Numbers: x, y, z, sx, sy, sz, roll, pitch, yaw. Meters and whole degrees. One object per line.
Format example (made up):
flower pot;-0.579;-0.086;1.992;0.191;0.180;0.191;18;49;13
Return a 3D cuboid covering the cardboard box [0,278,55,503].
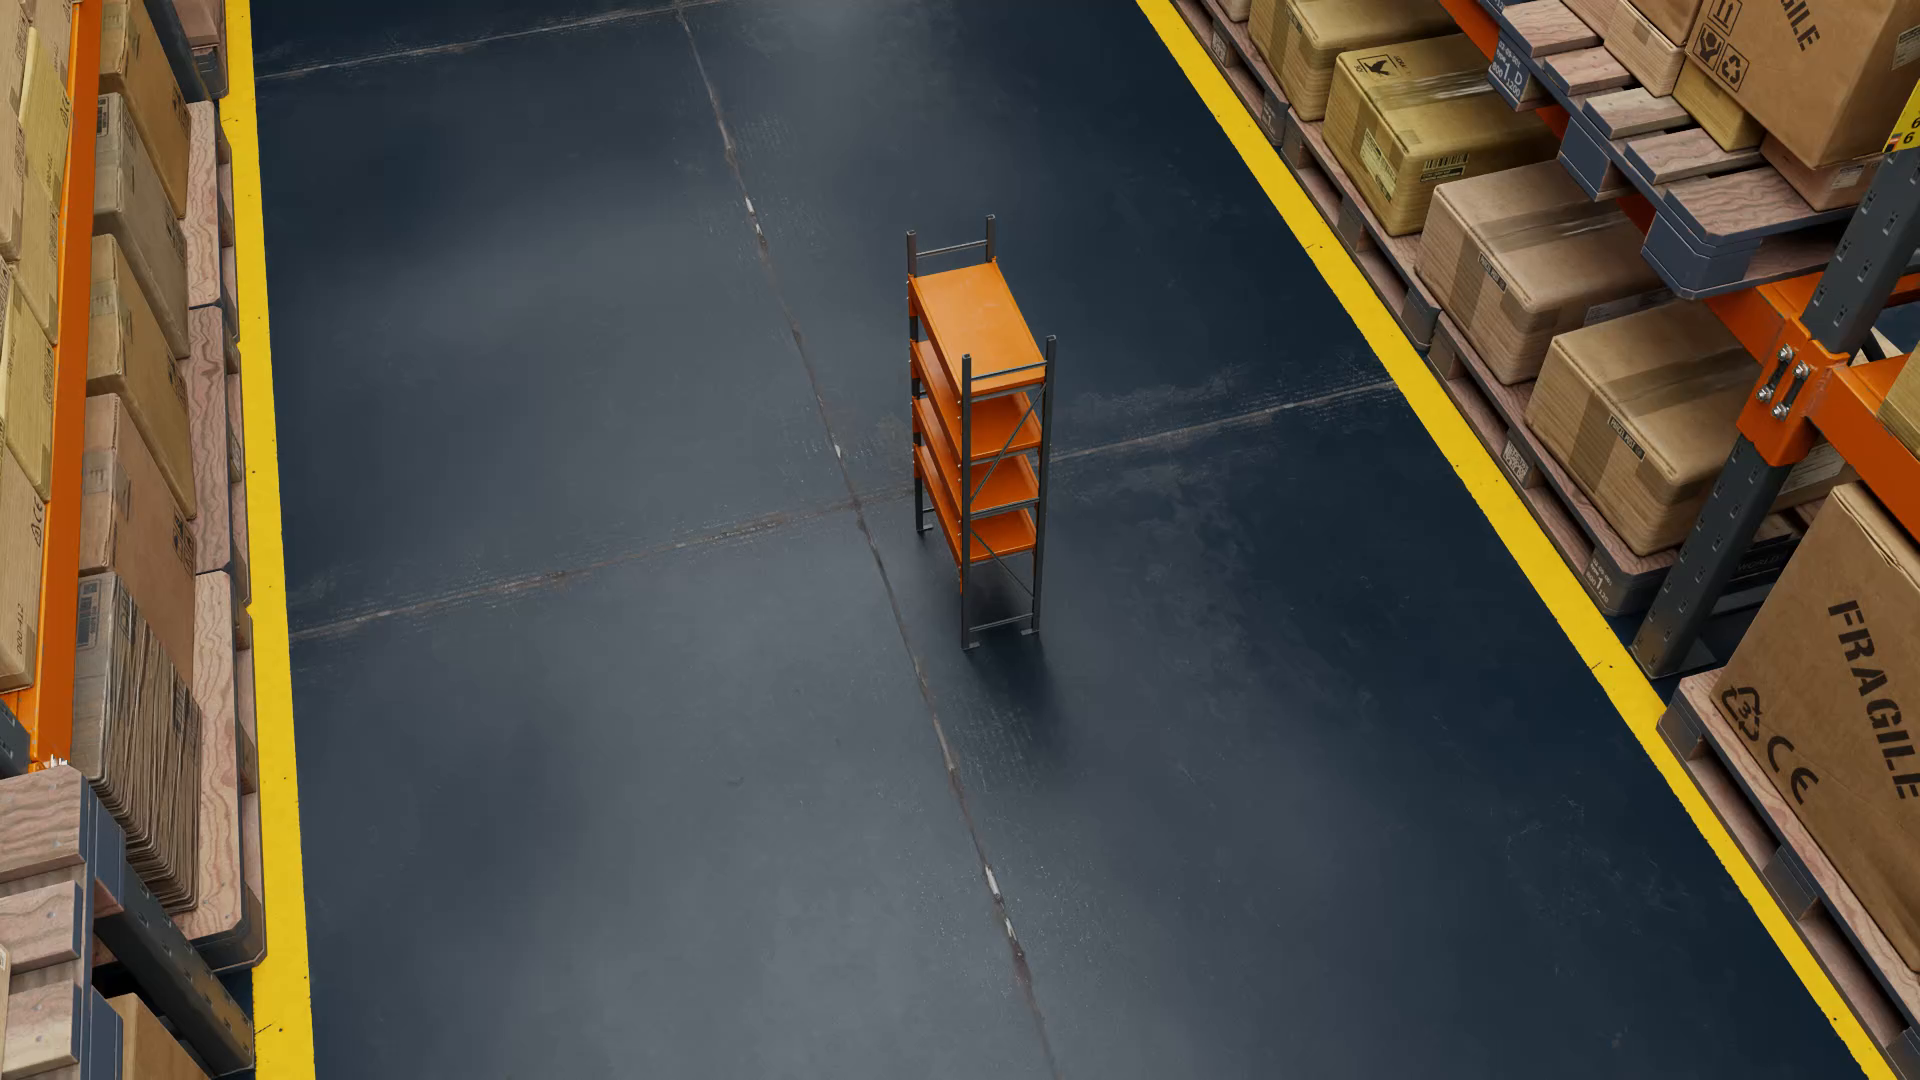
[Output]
cardboard box;-2.291;-0.281;3.623;0.500;0.250;0.500;-14;51;-12

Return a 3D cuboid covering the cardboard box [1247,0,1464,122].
cardboard box;1.682;-2.010;6.426;0.950;0.372;0.625;-10;51;-9

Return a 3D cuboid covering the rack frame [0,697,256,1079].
rack frame;-2.249;0.418;2.935;1.000;3.000;0.127;-13;51;-11

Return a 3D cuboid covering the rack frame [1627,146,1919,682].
rack frame;2.491;-0.707;3.884;1.000;3.000;0.127;-13;51;-11

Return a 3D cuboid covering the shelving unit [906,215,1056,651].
shelving unit;0.049;-0.266;4.689;0.258;1.200;0.503;-13;51;-11

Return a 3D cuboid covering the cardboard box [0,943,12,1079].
cardboard box;-1.688;0.757;2.539;0.380;0.149;0.250;-12;51;-10

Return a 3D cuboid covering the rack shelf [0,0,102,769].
rack shelf;-2.841;-0.810;4.442;1.077;0.370;4.000;-13;51;-11

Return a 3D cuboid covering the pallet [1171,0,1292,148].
pallet;1.540;-2.161;6.934;1.003;0.211;1.213;-13;51;-11

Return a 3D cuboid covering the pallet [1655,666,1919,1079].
pallet;2.653;0.785;4.450;1.003;0.211;1.213;-13;51;-11

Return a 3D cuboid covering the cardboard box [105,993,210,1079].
cardboard box;-1.919;1.349;3.511;0.500;0.500;0.500;-12;51;-10

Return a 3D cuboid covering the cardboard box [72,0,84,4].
cardboard box;-2.879;-1.780;4.887;0.500;0.250;0.500;-14;51;-11

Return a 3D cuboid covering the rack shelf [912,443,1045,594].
rack shelf;0.049;-0.094;4.893;0.258;0.148;0.480;-13;51;-11

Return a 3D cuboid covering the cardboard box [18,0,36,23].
cardboard box;-2.738;-1.566;4.380;0.500;0.250;0.500;-12;51;-10

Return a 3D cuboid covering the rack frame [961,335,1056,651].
rack frame;0.121;-0.088;4.539;0.240;1.200;0.015;-13;51;-11

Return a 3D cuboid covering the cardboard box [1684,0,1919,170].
cardboard box;2.091;-1.239;3.798;0.500;0.500;0.500;-15;51;-12

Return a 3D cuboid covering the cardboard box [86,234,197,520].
cardboard box;-2.821;-0.377;4.885;0.875;0.625;0.625;-15;52;-12

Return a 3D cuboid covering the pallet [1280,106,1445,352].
pallet;1.905;-1.268;6.181;1.003;0.211;1.213;-13;51;-11

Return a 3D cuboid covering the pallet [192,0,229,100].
pallet;-3.627;-2.195;6.962;1.003;0.211;1.213;-13;51;-11

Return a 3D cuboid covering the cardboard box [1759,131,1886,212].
cardboard box;2.170;-0.947;3.976;0.380;0.149;0.250;-12;51;-10

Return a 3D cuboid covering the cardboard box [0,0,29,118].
cardboard box;-2.607;-1.193;4.065;0.500;0.250;0.500;-13;51;-10

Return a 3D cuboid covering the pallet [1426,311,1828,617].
pallet;2.262;-0.379;5.431;1.003;0.211;1.213;-13;51;-11

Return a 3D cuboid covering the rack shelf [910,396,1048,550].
rack shelf;0.049;-0.222;4.741;0.258;0.148;0.480;-13;51;-11

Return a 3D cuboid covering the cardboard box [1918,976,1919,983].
cardboard box;2.876;1.019;3.544;0.875;0.875;0.875;-13;51;-11

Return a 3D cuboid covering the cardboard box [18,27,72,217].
cardboard box;-2.602;-1.035;4.259;0.500;0.250;0.500;-12;51;-10

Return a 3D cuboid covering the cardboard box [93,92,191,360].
cardboard box;-3.045;-0.926;5.347;0.875;0.625;0.625;-14;51;-11

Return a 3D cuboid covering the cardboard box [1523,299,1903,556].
cardboard box;2.334;-0.410;5.078;0.950;0.372;0.625;-16;52;-13

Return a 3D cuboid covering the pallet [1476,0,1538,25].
pallet;1.867;-2.081;5.168;1.003;0.211;1.213;-13;51;-11

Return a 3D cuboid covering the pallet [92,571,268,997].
pallet;-2.455;0.707;4.516;1.003;0.211;1.213;-13;51;-11

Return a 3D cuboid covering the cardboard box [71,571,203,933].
cardboard box;-2.421;0.590;4.069;0.875;0.625;0.625;-12;51;-10

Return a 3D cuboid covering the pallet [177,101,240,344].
pallet;-3.177;-1.075;6.018;1.003;0.211;1.213;-13;51;-11

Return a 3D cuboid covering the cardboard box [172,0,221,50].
cardboard box;-3.259;-2.180;6.650;0.500;0.250;0.500;-13;51;-11

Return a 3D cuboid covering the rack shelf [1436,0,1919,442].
rack shelf;1.900;-1.935;5.390;1.077;0.370;4.000;-13;51;-11

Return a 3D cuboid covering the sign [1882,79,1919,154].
sign;1.976;-0.925;3.362;0.100;0.325;0.005;-13;51;-11

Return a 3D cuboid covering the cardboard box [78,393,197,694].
cardboard box;-2.621;0.114;4.470;0.875;0.625;0.625;-12;51;-10

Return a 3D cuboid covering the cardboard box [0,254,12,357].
cardboard box;-2.294;-0.440;3.430;0.500;0.250;0.500;-12;51;-10

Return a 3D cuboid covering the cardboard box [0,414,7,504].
cardboard box;-2.123;-0.079;3.126;0.500;0.250;0.500;-13;51;-11

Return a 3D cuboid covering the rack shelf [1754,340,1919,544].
rack shelf;3.083;0.986;2.927;1.077;0.370;4.000;-13;51;-11

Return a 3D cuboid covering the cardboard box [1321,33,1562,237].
cardboard box;1.889;-1.502;5.998;0.950;0.372;0.625;-12;51;-10

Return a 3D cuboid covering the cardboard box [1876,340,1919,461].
cardboard box;2.396;-0.244;3.592;0.500;0.250;0.500;-14;51;-12

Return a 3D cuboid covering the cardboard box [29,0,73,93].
cardboard box;-2.762;-1.410;4.575;0.500;0.250;0.500;-13;51;-11

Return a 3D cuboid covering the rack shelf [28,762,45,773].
rack shelf;-1.658;2.111;1.979;1.077;0.370;4.000;-13;51;-11

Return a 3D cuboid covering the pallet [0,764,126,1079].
pallet;-1.982;0.959;2.605;1.213;0.211;1.003;-13;51;-11

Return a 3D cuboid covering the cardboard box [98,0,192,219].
cardboard box;-3.267;-1.494;5.826;0.875;0.625;0.625;-11;51;-9

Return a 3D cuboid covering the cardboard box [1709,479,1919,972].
cardboard box;2.616;0.366;4.094;0.875;0.875;0.875;-14;51;-11

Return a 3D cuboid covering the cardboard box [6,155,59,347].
cardboard box;-2.450;-0.656;3.939;0.500;0.250;0.500;-15;51;-12

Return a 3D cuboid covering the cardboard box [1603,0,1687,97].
cardboard box;1.904;-1.300;4.274;0.380;0.149;0.250;-14;51;-11

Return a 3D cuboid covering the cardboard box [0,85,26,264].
cardboard box;-2.432;-0.826;3.756;0.500;0.250;0.500;-14;51;-12

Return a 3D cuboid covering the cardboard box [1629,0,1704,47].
cardboard box;1.928;-1.614;4.114;0.500;0.500;0.500;-14;51;-12

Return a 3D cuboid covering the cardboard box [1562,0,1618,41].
cardboard box;1.837;-1.486;4.431;0.380;0.149;0.250;-16;52;-13

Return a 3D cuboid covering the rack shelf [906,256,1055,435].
rack shelf;0.049;-0.519;4.389;0.258;0.148;0.480;-13;51;-11

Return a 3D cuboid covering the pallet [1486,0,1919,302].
pallet;2.179;-1.141;4.376;1.213;0.211;1.003;-13;51;-11

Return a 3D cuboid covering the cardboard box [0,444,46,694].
cardboard box;-2.147;0.087;3.312;0.500;0.250;0.500;-13;51;-11

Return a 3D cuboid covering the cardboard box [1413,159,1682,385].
cardboard box;2.108;-0.947;5.530;0.950;0.372;0.625;-14;51;-12

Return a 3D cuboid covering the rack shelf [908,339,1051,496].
rack shelf;0.049;-0.367;4.570;0.258;0.148;0.480;-13;51;-11

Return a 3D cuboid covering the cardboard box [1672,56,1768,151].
cardboard box;2.021;-1.127;4.128;0.380;0.149;0.250;-13;51;-10

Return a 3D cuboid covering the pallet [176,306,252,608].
pallet;-2.812;-0.182;5.266;1.003;0.211;1.213;-13;51;-11

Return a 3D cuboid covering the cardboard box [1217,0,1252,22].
cardboard box;1.466;-2.534;6.868;0.950;0.372;0.625;-13;51;-11

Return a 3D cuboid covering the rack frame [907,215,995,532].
rack frame;-0.023;-0.444;4.840;0.240;1.200;0.015;-13;51;-11

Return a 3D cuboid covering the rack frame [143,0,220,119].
rack frame;-3.432;-2.503;5.398;1.000;3.000;0.127;-13;51;-11
